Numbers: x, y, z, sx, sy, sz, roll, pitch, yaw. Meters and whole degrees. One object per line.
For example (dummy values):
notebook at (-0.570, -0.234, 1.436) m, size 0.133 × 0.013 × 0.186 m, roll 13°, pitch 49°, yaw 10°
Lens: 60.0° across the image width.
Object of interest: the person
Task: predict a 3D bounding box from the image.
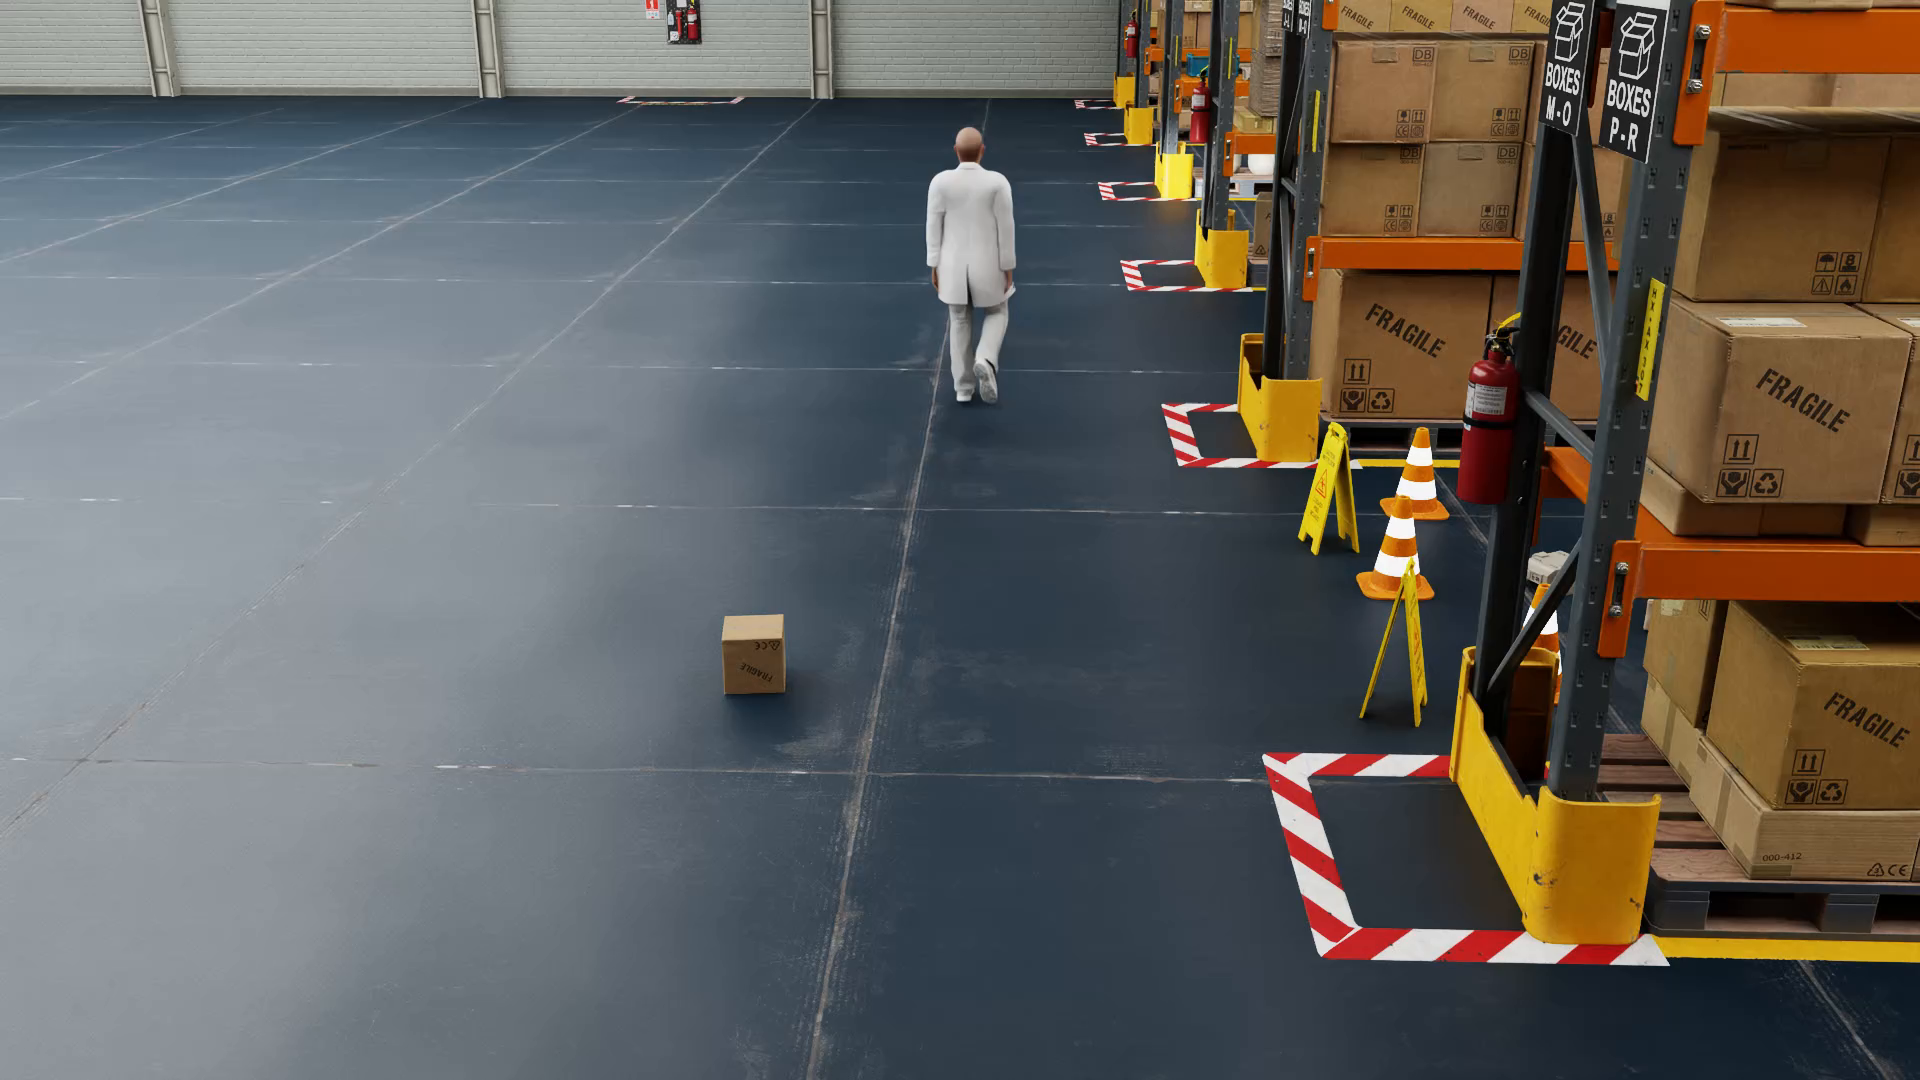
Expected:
person at (0.072, -1.762, 10.746) m, size 0.585 × 1.774 × 0.560 m, roll 2°, pitch 21°, yaw 6°
